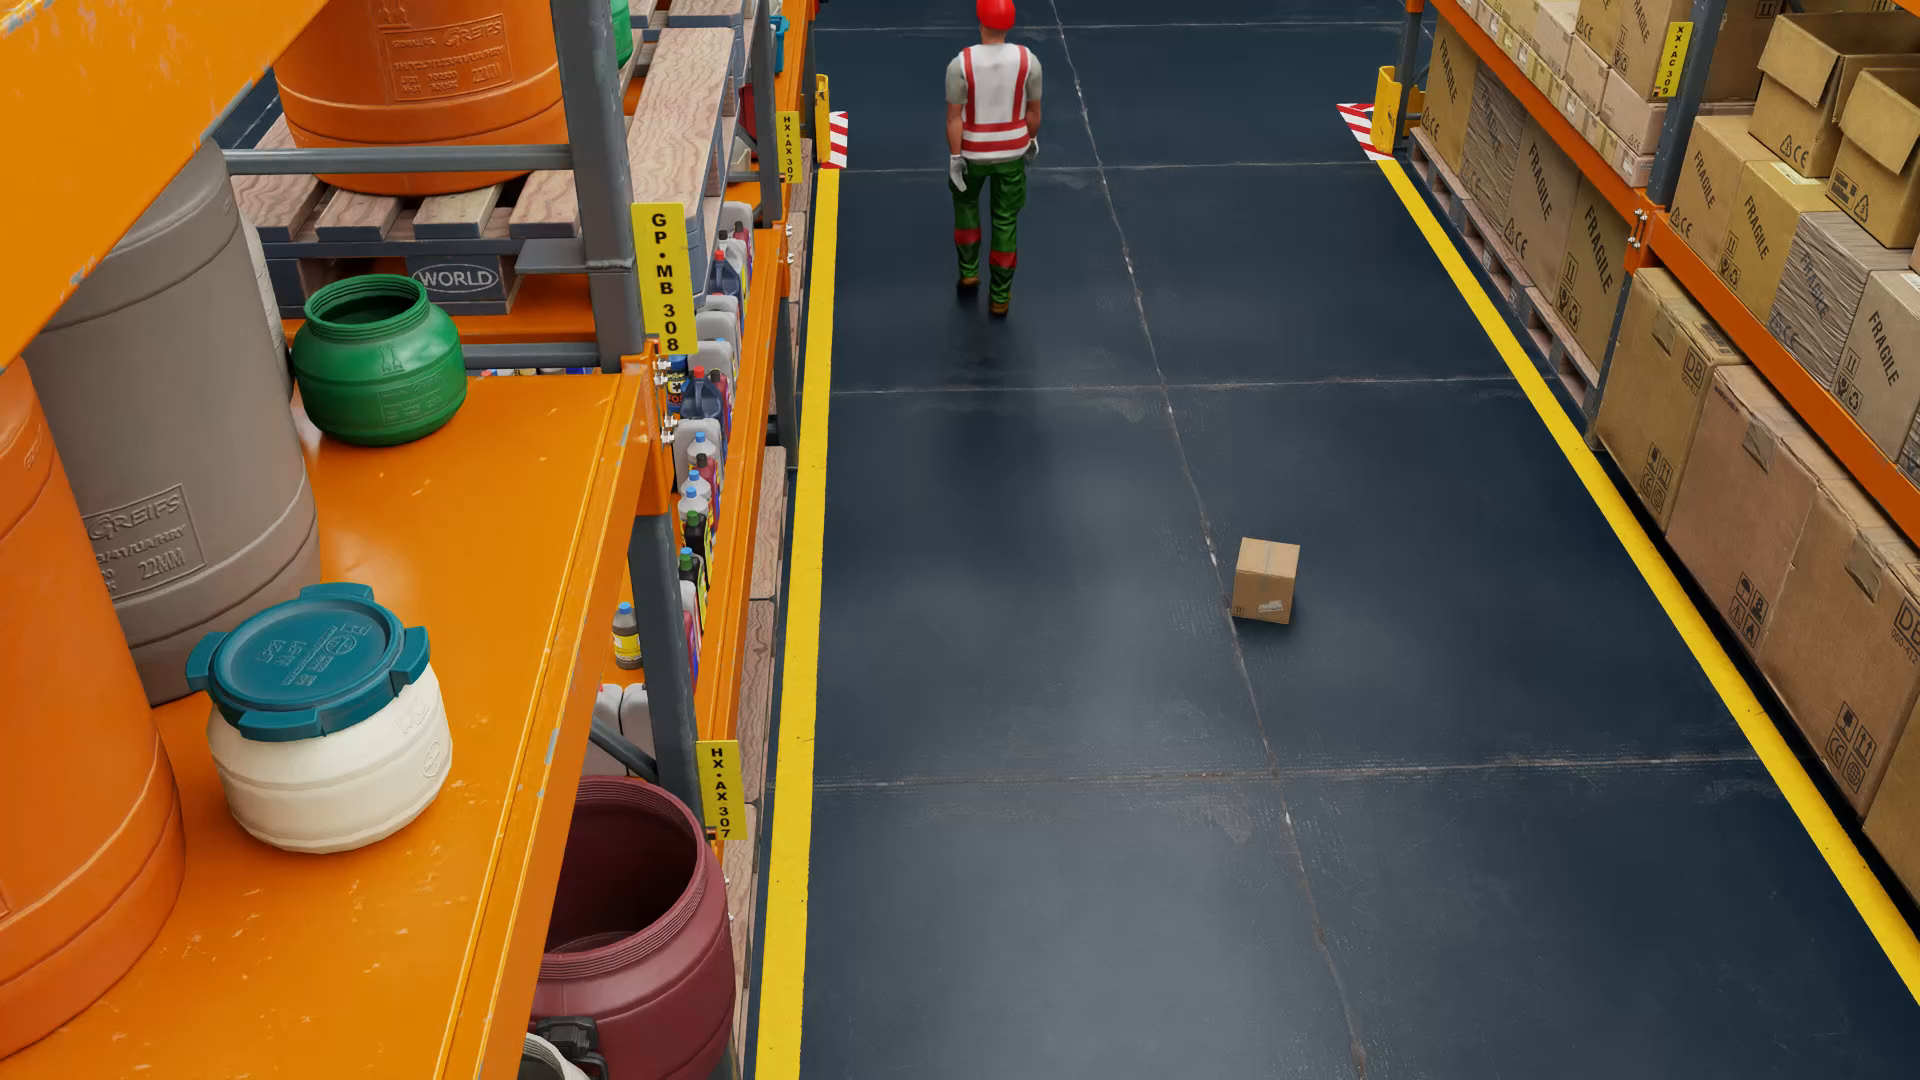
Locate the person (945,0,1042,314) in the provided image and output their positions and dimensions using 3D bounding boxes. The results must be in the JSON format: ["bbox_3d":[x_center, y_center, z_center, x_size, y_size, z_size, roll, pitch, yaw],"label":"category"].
[{"bbox_3d":[0.177,-2.127,9.184,0.531,1.846,0.538,-2,35,-2],"label":"person"}]
